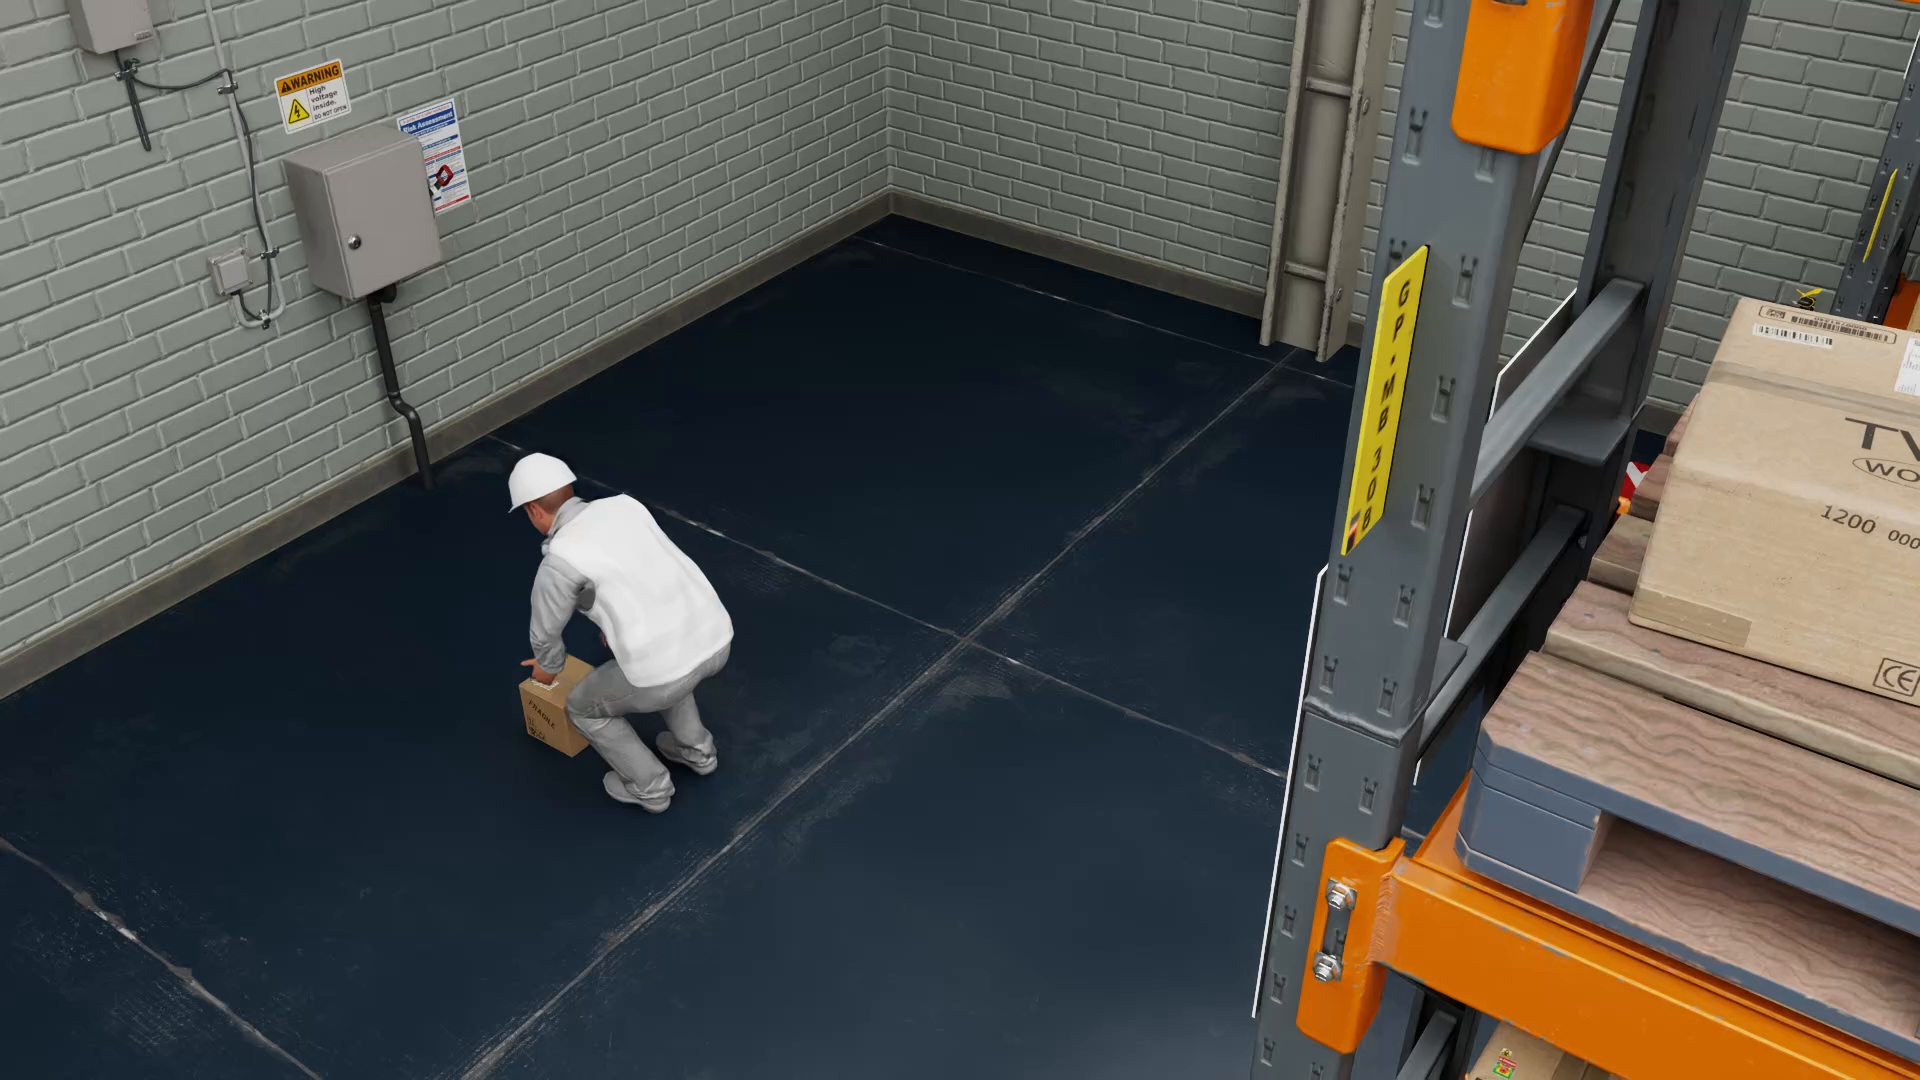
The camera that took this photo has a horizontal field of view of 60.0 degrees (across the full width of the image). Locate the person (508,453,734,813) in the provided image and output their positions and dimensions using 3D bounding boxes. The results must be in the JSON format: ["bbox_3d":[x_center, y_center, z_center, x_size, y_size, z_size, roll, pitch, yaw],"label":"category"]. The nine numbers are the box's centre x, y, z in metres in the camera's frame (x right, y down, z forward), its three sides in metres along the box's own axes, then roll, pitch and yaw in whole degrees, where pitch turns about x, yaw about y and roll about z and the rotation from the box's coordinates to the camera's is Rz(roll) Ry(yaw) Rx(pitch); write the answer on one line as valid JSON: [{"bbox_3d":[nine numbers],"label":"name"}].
[{"bbox_3d":[-1.229,0.351,6.003,0.812,1.329,0.587,21,40,28],"label":"person"}]
